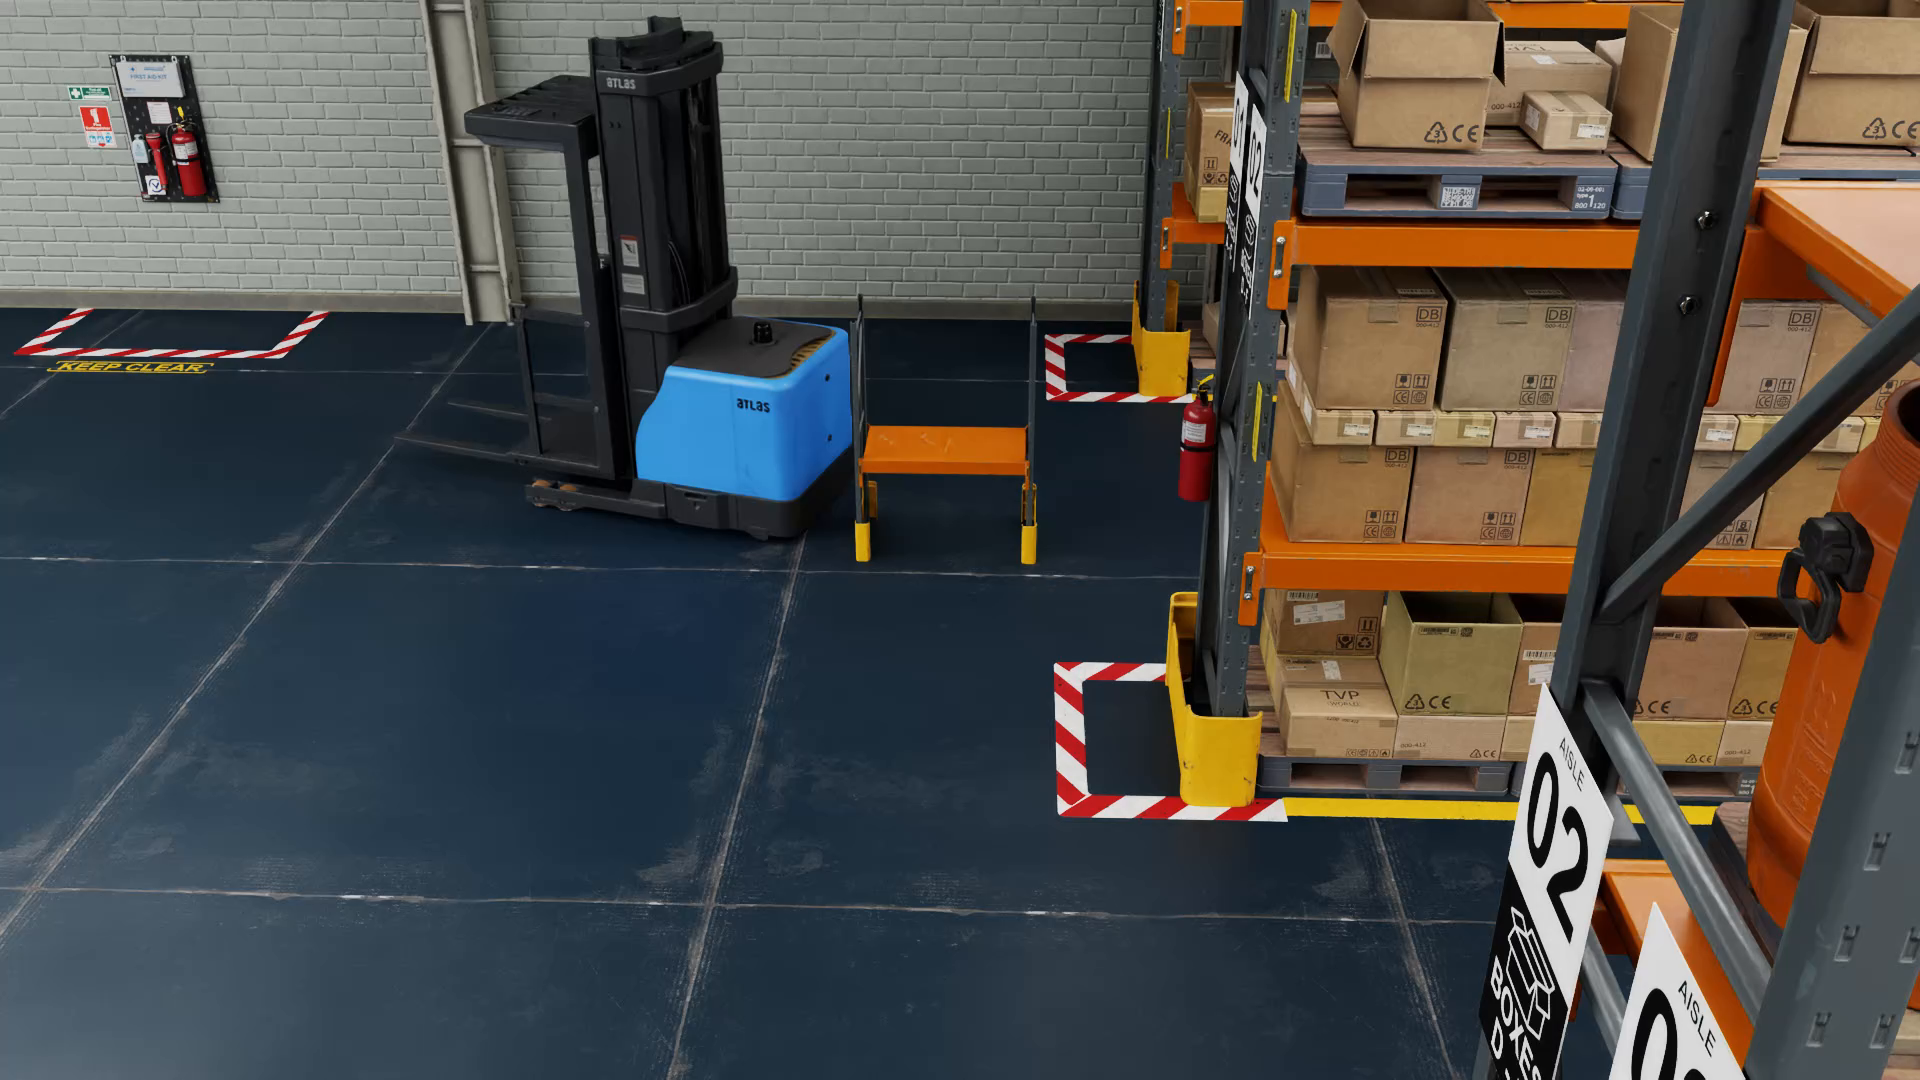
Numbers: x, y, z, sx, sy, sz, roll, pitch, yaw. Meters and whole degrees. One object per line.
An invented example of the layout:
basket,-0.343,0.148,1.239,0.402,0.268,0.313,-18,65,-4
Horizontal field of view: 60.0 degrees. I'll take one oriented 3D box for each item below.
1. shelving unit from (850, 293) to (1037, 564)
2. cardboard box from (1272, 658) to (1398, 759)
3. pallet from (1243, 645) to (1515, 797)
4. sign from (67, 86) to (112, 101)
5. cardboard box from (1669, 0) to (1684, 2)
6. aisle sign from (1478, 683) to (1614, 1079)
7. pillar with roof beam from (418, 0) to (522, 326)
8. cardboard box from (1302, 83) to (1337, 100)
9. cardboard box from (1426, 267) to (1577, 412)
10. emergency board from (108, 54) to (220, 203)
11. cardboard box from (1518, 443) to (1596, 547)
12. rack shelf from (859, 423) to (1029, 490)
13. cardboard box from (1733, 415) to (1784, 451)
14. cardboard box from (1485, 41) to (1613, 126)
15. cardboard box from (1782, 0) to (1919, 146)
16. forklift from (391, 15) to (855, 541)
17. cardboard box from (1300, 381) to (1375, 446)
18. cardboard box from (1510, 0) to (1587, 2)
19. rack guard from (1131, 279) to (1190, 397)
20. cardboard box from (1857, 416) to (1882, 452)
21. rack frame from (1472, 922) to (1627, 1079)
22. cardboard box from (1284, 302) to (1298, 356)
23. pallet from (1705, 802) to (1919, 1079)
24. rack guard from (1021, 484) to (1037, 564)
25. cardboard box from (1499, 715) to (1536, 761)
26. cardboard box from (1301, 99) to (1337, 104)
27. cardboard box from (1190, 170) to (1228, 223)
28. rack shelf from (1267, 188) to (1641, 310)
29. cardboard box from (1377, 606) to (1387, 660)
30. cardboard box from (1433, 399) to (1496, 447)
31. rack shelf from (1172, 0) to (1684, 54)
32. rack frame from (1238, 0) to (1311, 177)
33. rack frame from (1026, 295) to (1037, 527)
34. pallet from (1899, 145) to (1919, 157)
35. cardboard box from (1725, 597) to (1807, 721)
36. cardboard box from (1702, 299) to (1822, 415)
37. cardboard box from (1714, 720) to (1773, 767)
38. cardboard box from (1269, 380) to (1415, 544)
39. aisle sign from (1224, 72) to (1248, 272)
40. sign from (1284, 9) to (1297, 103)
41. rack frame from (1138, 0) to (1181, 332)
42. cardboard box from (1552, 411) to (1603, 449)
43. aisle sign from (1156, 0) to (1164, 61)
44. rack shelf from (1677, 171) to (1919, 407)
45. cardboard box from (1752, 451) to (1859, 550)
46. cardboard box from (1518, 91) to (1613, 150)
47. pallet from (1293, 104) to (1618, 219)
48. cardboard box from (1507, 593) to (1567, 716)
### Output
shelving unit,-0.076,-0.664,9.901,1.083,1.500,0.587,1,28,2
cardboard box,1.798,0.806,8.014,0.500,0.250,0.500,1,28,2
pallet,2.035,0.889,8.348,1.213,0.211,1.003,1,28,2
sign,-6.838,-3.509,13.063,0.331,0.109,0.001,1,28,2
cardboard box,4.922,-3.860,10.998,0.500,0.500,0.500,2,28,3
aisle sign,1.030,0.693,2.964,0.004,0.787,0.394,1,28,2
pillar with roof beam,-3.977,-3.783,7.778,0.400,9.000,9.100,1,28,2
cardboard box,2.422,-3.008,12.059,0.500,0.500,0.500,1,28,2
cardboard box,2.314,-0.933,7.315,0.500,0.500,0.700,0,28,0
emergency board,-6.294,-3.206,13.096,0.643,1.169,0.194,1,28,2
cardboard box,2.757,-0.349,7.600,0.500,0.500,0.700,1,28,2
rack shelf,-0.085,-0.505,9.986,1.000,0.185,0.538,1,28,2
cardboard box,3.453,-0.530,7.247,0.250,0.149,0.380,2,28,3
cardboard box,2.430,-1.947,7.080,0.500,0.250,0.500,1,28,2
cardboard box,3.626,-1.975,6.862,0.637,0.503,0.797,4,28,7
forklift,-2.254,-1.700,10.327,3.031,2.935,1.130,9,29,17
cardboard box,1.654,-0.560,7.304,0.250,0.149,0.380,1,28,1
cardboard box,3.865,-3.866,11.009,0.500,0.500,0.500,0,28,0
rack guard,1.517,-1.549,12.639,0.348,0.500,1.175,1,28,2
cardboard box,3.971,-0.523,7.234,0.250,0.149,0.380,1,28,2
rack frame,1.091,1.982,3.308,0.127,3.000,1.000,1,28,2
cardboard box,2.699,-1.598,12.464,0.500,0.311,0.500,3,28,6
pallet,1.914,0.800,2.538,1.213,0.211,1.003,1,28,2
rack guard,0.422,-0.103,10.178,0.087,0.250,0.587,1,28,2
cardboard box,2.797,0.821,7.986,0.500,0.250,0.500,1,28,2
cardboard box,2.401,-2.767,11.606,0.500,0.500,0.500,1,28,2
cardboard box,1.917,-2.441,11.791,0.500,0.250,0.500,0,28,0
rack shelf,3.268,-1.311,7.085,4.000,0.370,1.077,1,28,2
cardboard box,2.316,0.566,8.466,0.500,0.250,0.500,1,28,2
cardboard box,2.167,-0.552,7.289,0.250,0.149,0.380,1,28,2
rack shelf,3.440,-3.629,11.459,4.000,0.370,1.077,1,28,2
rack frame,1.270,-2.987,6.277,0.127,3.000,1.000,1,28,2
rack frame,0.423,-0.656,9.886,0.032,1.500,0.500,1,28,2
pallet,4.414,-1.558,6.879,1.213,0.211,1.003,1,28,2
cardboard box,3.797,0.502,7.787,0.500,0.500,0.500,1,28,2
cardboard box,3.319,-0.917,7.285,0.500,0.500,0.700,1,28,2
cardboard box,3.797,0.840,7.951,0.500,0.250,0.500,1,28,2
cardboard box,1.736,-0.367,7.632,0.500,0.500,0.700,1,28,2
aisle sign,1.214,-1.623,7.334,0.004,0.787,0.394,1,28,2
sign,1.244,-1.823,6.266,0.005,0.325,0.100,1,28,2
rack frame,1.441,-2.655,12.056,0.127,3.000,1.000,1,28,2
cardboard box,2.686,-0.543,7.273,0.250,0.149,0.380,0,28,0
aisle sign,1.358,-3.664,11.184,0.004,0.787,0.394,1,28,2
rack shelf,3.090,-0.141,2.103,4.000,0.370,1.077,1,28,2
cardboard box,3.795,-0.334,7.572,0.500,0.500,0.700,1,28,3
cardboard box,2.439,-1.696,6.714,0.250,0.149,0.380,1,28,2
pallet,1.975,-1.599,6.955,1.213,0.211,1.003,1,28,2
cardboard box,2.798,0.484,7.820,0.500,0.500,0.500,1,28,2
